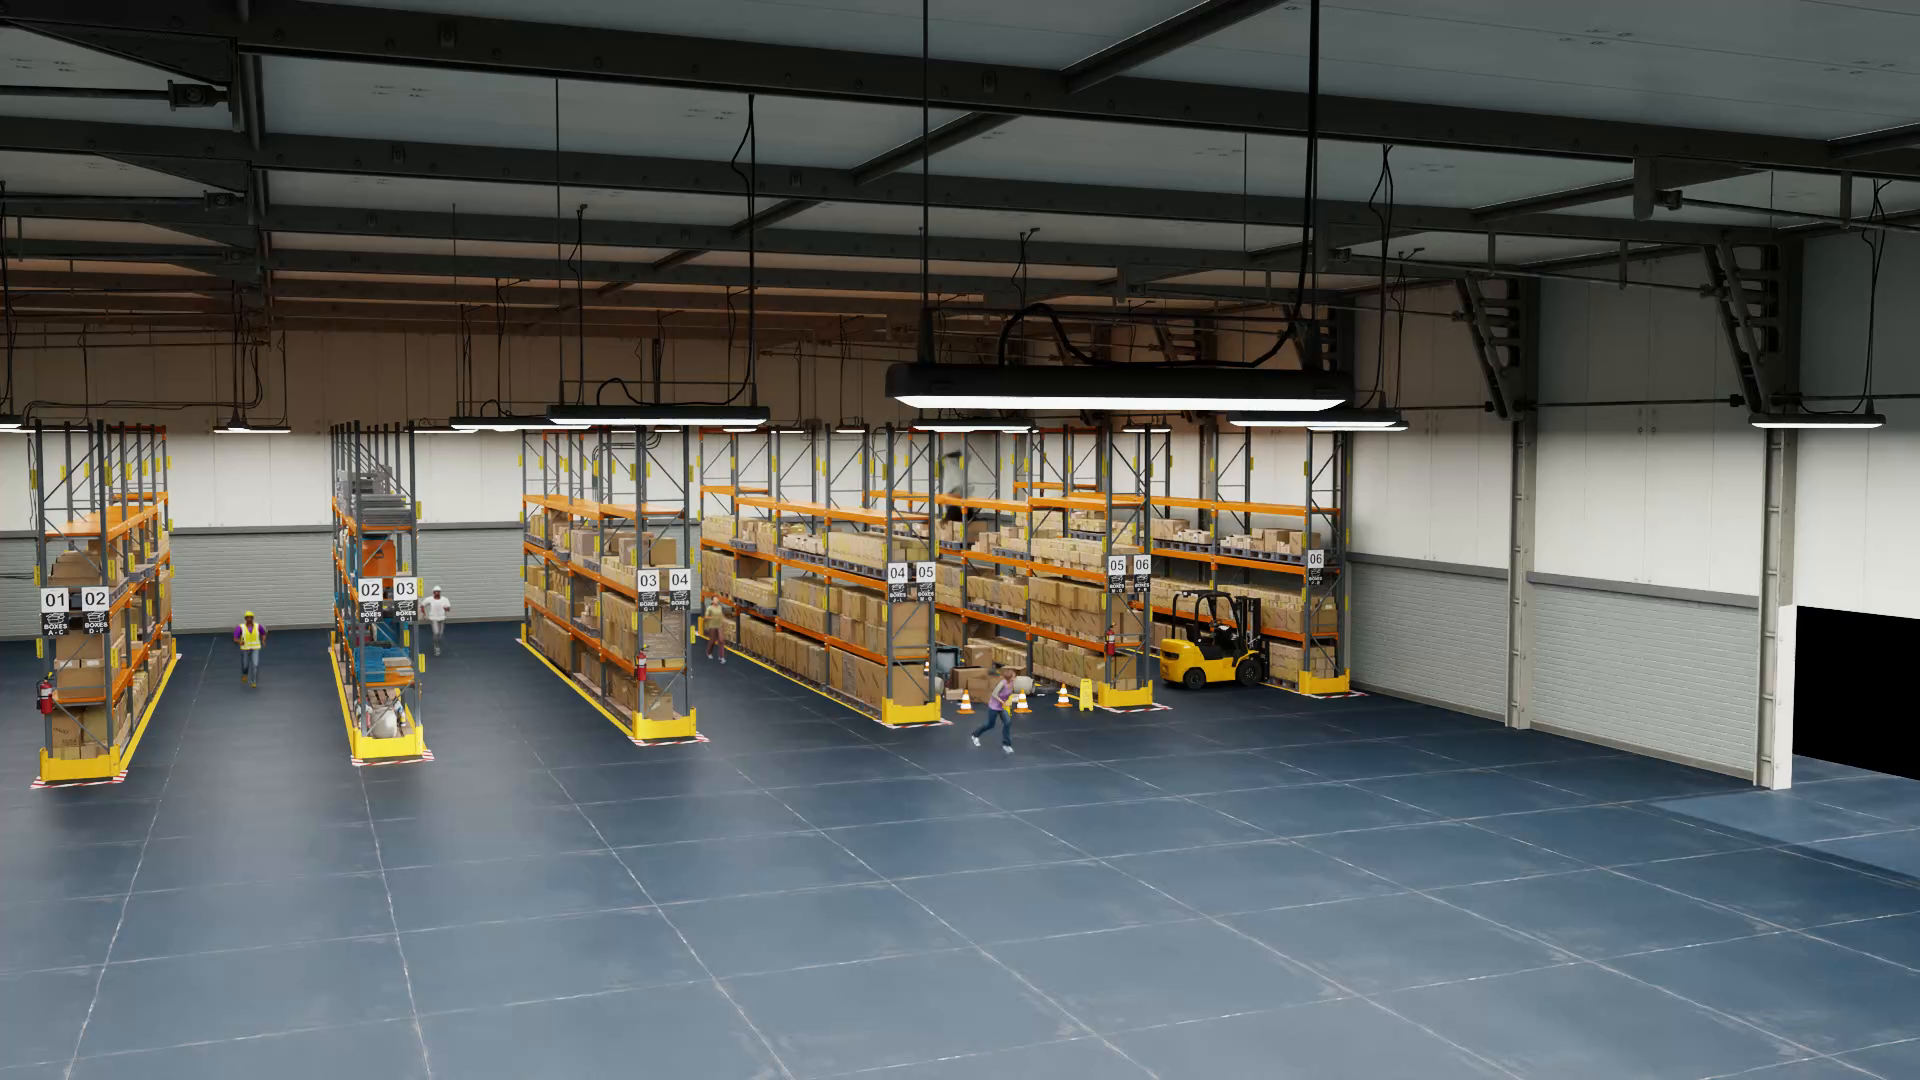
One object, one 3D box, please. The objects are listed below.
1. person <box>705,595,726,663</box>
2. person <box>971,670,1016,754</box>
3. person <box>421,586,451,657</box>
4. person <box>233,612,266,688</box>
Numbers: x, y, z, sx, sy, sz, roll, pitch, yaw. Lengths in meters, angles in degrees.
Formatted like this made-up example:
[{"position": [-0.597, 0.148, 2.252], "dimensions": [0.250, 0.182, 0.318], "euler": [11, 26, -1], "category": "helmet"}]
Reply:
[{"position": [-6.183, 2.238, 42.047], "dimensions": [0.570, 1.688, 0.871], "euler": [-2, 4, -31], "category": "person"}, {"position": [0.609, 3.114, 30.198], "dimensions": [0.921, 1.507, 0.577], "euler": [2, 4, 29], "category": "person"}, {"position": [-13.698, 2.115, 43.558], "dimensions": [0.675, 1.827, 0.795], "euler": [-3, 4, -37], "category": "person"}, {"position": [-16.172, 2.492, 37.907], "dimensions": [0.714, 1.733, 0.791], "euler": [-2, 4, -29], "category": "person"}]
